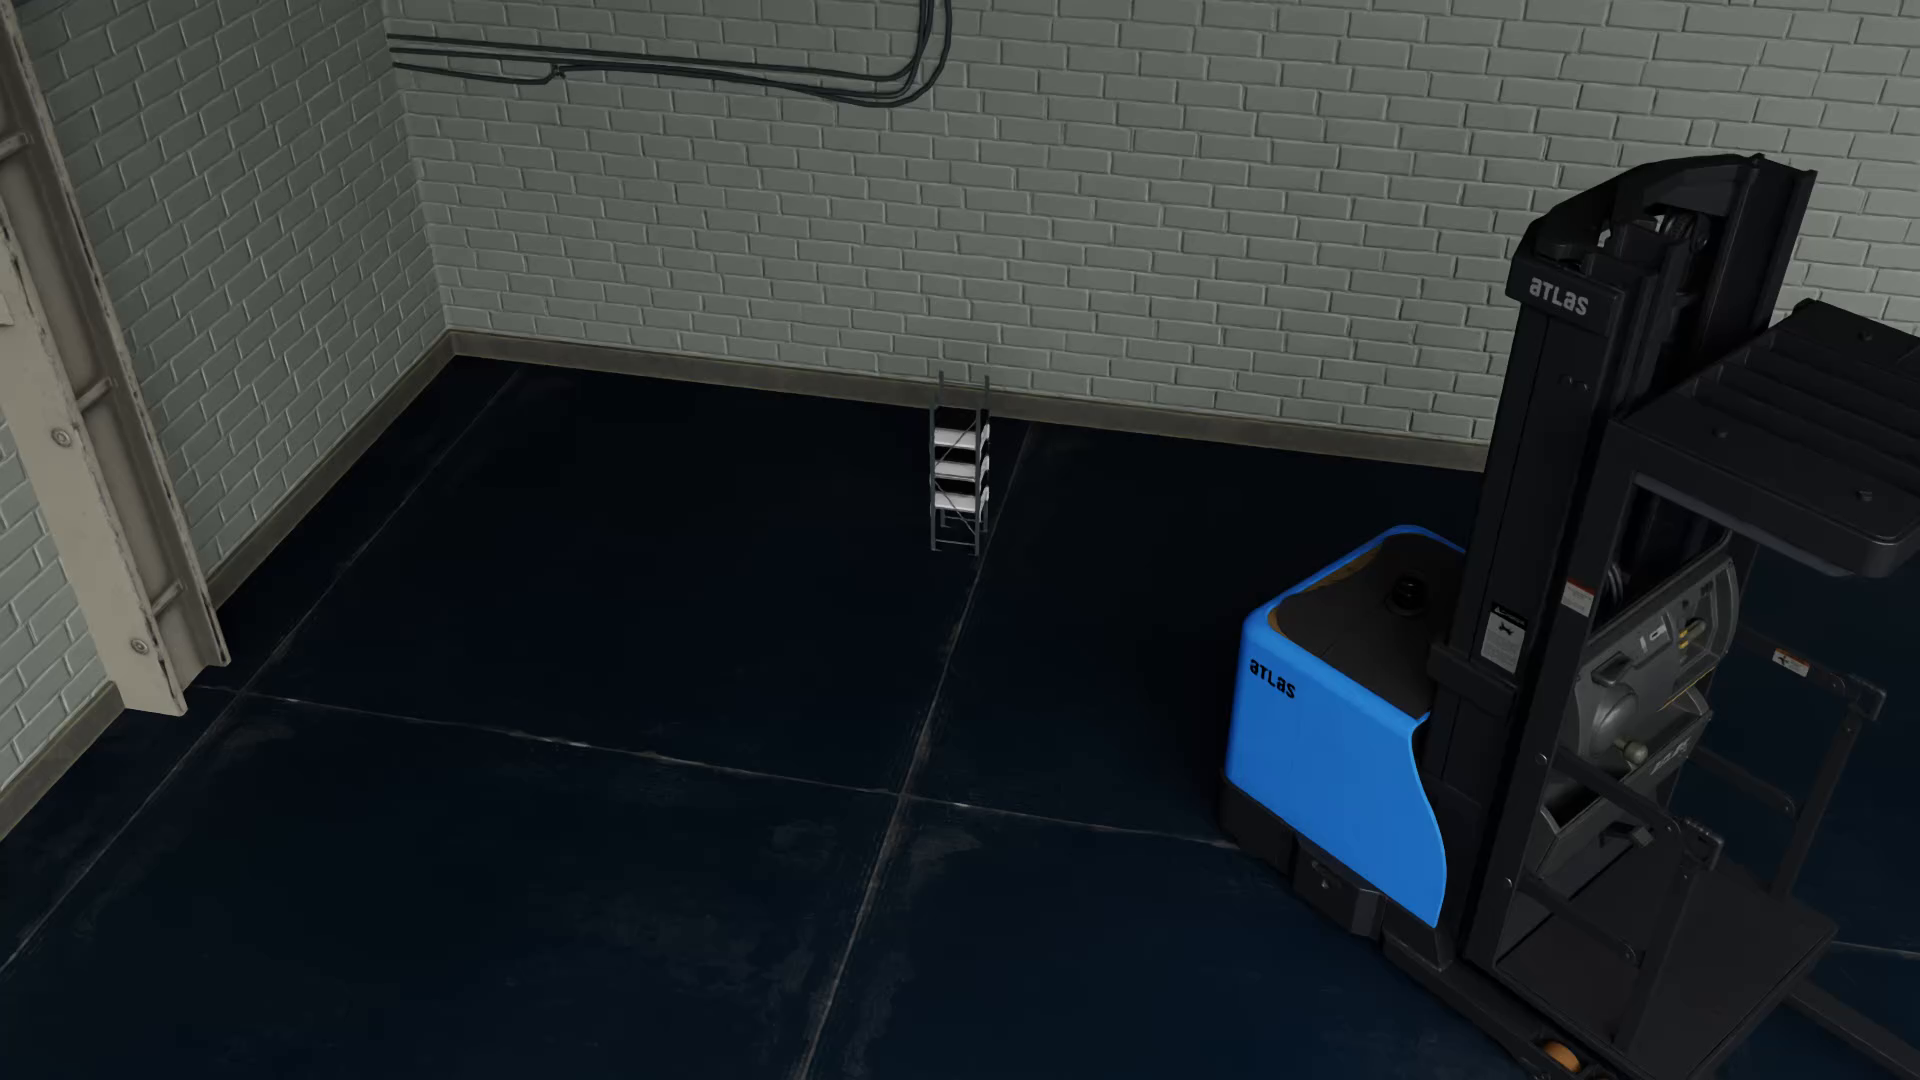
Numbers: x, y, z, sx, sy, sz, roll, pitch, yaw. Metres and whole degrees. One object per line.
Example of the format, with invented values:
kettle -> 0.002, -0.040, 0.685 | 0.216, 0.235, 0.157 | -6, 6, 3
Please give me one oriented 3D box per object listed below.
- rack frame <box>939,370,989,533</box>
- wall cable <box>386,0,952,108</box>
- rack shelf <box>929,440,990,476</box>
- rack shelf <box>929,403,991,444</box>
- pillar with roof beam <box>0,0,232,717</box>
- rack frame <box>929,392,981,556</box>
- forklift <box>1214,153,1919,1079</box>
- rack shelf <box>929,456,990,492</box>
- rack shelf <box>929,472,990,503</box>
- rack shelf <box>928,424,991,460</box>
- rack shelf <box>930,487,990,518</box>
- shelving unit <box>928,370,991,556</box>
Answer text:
rack frame -> 0.020, -0.418, 8.060 | 0.240, 0.900, 0.006 | 7, 37, 10
wall cable -> -1.556, -3.278, 7.751 | 3.097, 2.526, 0.112 | 7, 37, 10
rack shelf -> -0.002, -0.406, 7.946 | 0.258, 0.077, 0.200 | 7, 37, 10
rack shelf -> -0.002, -0.551, 7.841 | 0.258, 0.077, 0.200 | 7, 37, 10
pillar with roof beam -> 0.729, -2.473, 3.994 | 9.100, 9.000, 0.400 | 7, 37, 10
rack frame -> -0.023, -0.301, 7.899 | 0.240, 0.900, 0.006 | 7, 37, 10
forklift -> 2.347, 0.439, 5.147 | 1.130, 2.935, 3.031 | -26, 44, -32
rack shelf -> -0.002, -0.333, 7.999 | 0.258, 0.077, 0.200 | 7, 37, 10
rack shelf -> -0.002, -0.260, 8.052 | 0.258, 0.077, 0.200 | 7, 37, 10
rack shelf -> -0.002, -0.478, 7.893 | 0.258, 0.077, 0.200 | 7, 37, 10
rack shelf -> -0.002, -0.187, 8.105 | 0.258, 0.077, 0.200 | 7, 37, 10
shelving unit -> -0.002, -0.360, 7.979 | 0.258, 0.900, 0.210 | 7, 37, 10
